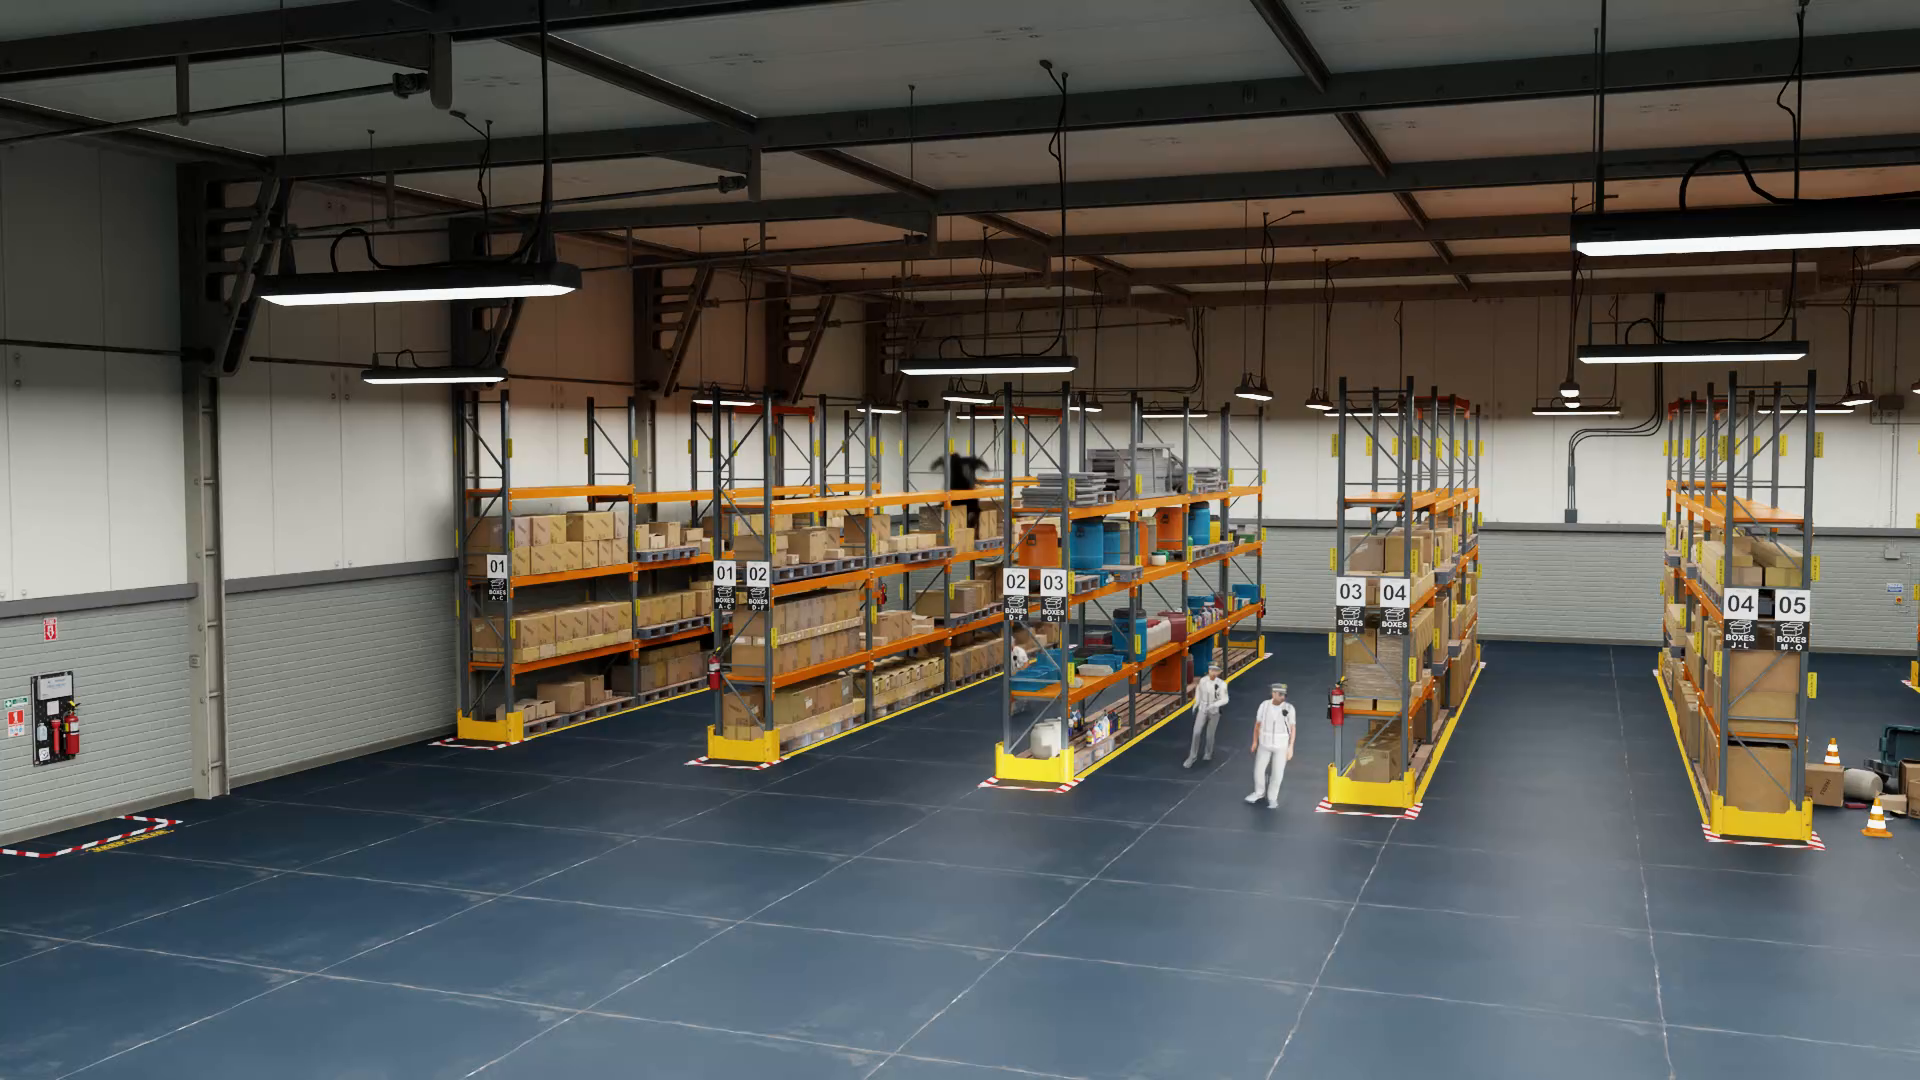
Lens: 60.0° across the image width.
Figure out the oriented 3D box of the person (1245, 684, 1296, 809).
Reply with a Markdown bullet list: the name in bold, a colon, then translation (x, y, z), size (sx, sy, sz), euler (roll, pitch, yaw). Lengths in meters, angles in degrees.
- **person**: translation (4.332, 2.870, 23.225), size (0.691, 1.775, 0.513), euler (1, 3, 14)

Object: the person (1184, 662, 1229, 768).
- **person**: translation (3.909, 2.720, 26.151), size (0.661, 1.663, 0.797), euler (1, 3, 19)

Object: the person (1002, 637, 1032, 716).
- **person**: translation (1.107, 2.526, 31.147), size (0.619, 1.514, 1.076), euler (2, 4, 31)

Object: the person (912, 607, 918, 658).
- **person**: translation (-0.865, 2.096, 38.304), size (0.518, 1.665, 0.796), euler (1, 3, 17)
